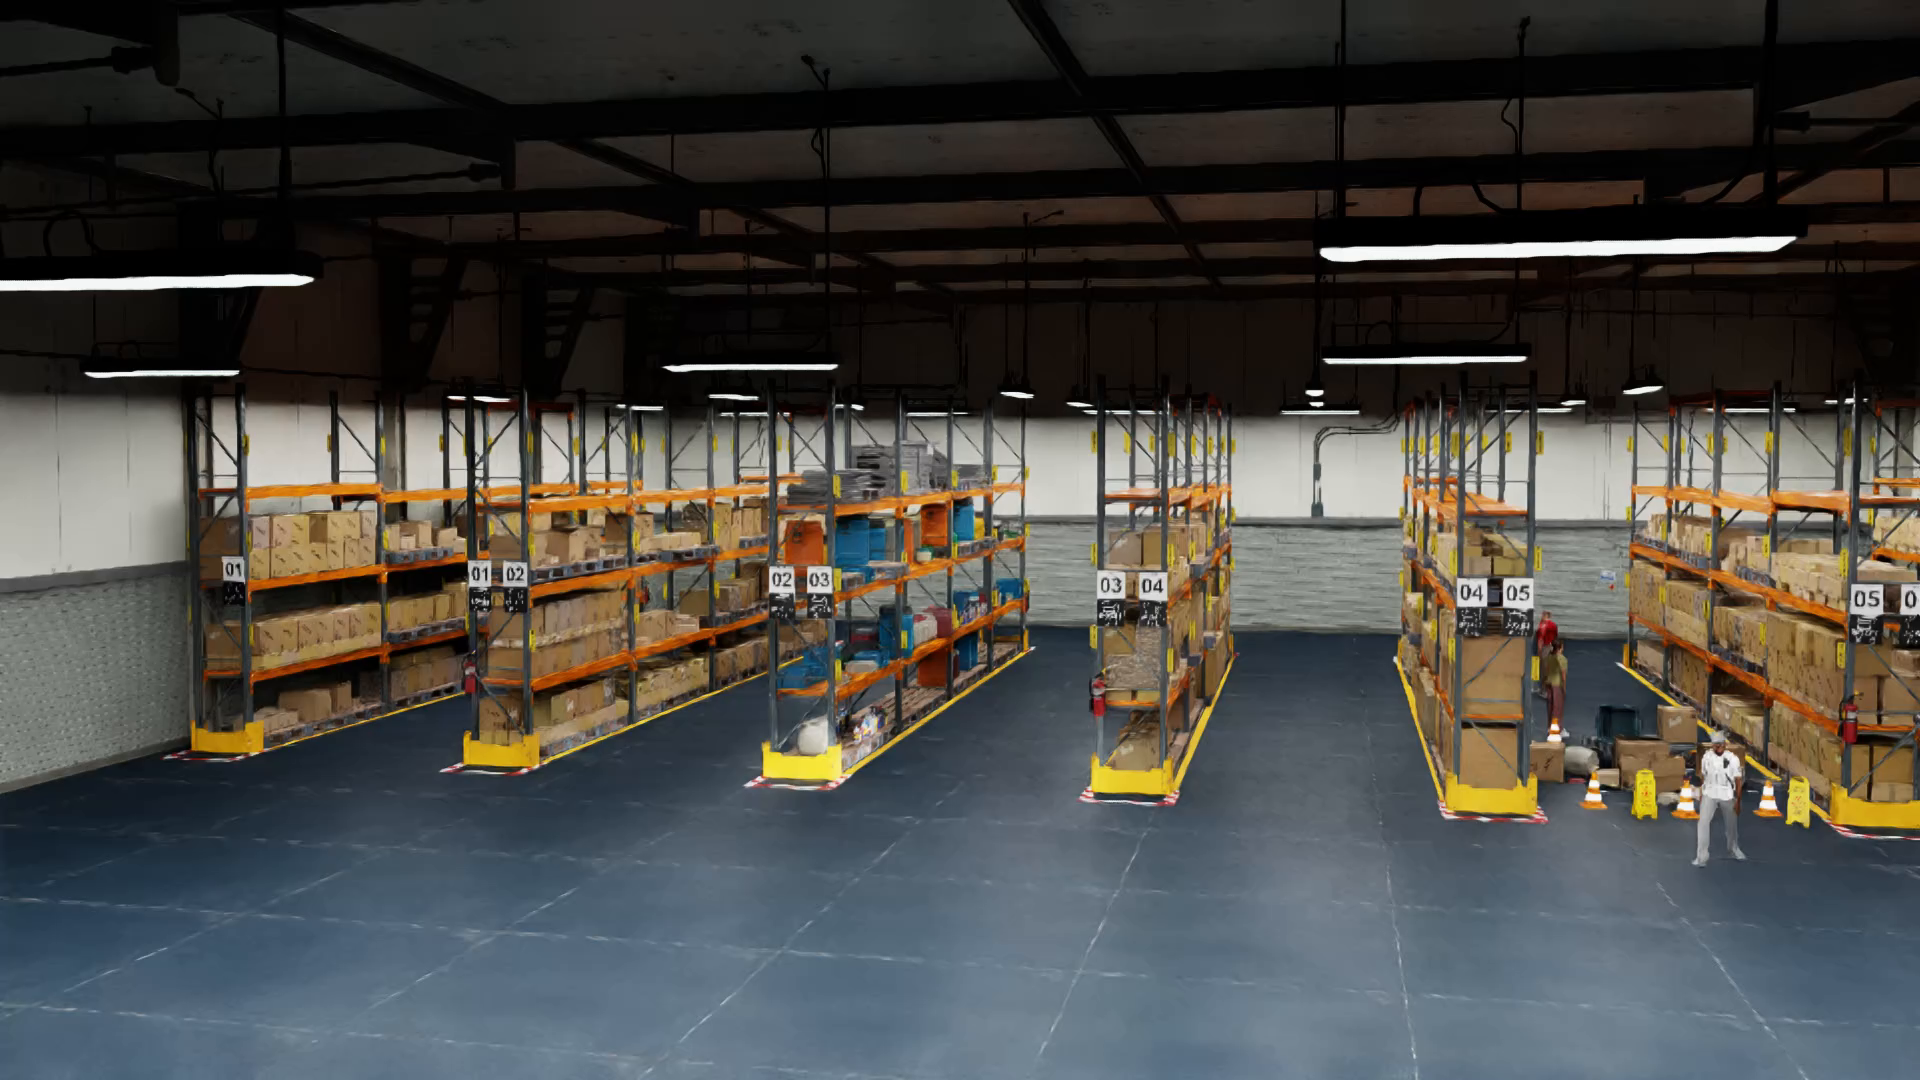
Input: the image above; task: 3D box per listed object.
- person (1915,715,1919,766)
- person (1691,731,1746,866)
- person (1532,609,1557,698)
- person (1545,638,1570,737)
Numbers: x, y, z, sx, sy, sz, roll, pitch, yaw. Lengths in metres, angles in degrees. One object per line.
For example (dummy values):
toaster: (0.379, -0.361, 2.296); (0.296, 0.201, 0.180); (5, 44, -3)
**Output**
person: (14.486, 2.688, 24.698); (0.450, 1.776, 0.584); (-1, 3, -19)
person: (9.074, 3.058, 19.836); (0.498, 1.617, 0.944); (2, 4, 35)
person: (11.615, 2.237, 33.065); (0.574, 1.715, 0.646); (3, 4, 42)
person: (10.300, 2.516, 28.601); (0.431, 1.677, 0.499); (-1, 3, -19)
